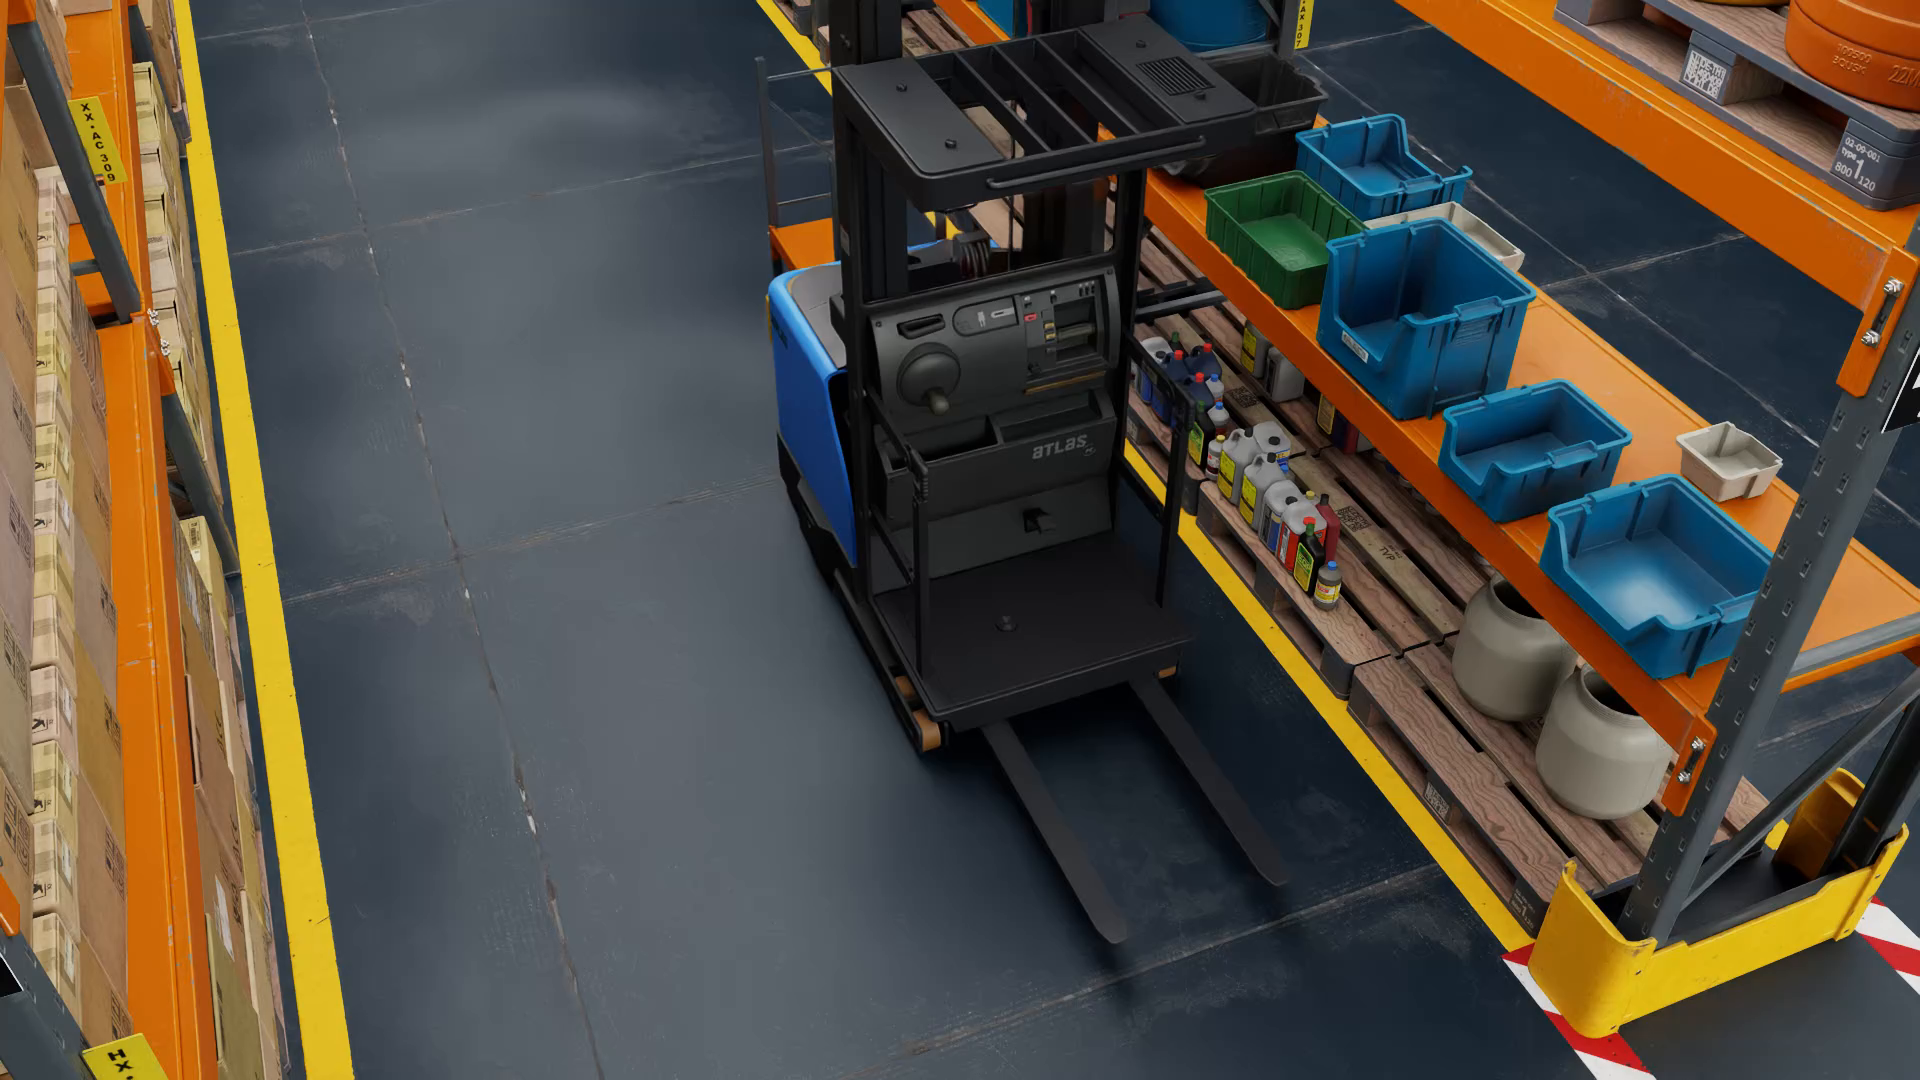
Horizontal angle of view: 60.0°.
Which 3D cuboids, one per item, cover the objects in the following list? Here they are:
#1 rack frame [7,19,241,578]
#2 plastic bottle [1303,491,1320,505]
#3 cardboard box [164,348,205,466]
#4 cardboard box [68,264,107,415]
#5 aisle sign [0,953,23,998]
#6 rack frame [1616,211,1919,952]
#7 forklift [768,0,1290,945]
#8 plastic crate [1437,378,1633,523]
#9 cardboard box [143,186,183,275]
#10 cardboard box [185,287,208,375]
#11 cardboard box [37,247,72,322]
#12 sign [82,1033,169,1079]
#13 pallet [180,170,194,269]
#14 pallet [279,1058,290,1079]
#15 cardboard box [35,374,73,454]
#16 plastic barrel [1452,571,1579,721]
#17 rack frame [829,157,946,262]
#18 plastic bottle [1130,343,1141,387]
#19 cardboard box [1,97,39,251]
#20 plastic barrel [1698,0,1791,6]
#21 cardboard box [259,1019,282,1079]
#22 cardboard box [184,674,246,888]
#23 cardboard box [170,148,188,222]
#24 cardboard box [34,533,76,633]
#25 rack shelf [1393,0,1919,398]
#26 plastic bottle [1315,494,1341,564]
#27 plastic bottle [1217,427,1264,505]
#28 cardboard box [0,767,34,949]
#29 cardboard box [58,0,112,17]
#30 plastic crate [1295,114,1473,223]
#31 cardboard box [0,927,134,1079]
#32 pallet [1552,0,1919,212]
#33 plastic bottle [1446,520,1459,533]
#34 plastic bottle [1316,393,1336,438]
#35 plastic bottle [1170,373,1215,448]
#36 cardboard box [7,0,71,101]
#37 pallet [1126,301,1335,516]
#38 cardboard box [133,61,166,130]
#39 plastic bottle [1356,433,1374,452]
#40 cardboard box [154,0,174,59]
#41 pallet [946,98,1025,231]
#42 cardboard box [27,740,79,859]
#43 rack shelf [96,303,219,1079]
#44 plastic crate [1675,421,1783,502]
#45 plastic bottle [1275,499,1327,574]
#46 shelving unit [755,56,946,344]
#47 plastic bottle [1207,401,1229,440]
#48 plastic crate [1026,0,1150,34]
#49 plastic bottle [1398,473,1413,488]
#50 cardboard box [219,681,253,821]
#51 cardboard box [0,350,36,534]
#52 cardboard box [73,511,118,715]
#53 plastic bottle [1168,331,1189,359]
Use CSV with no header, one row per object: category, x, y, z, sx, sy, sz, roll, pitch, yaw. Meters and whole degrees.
rack frame,-3.546,-0.904,6.000,1.000,3.000,0.127,-15,43,-17
plastic bottle,1.439,-0.115,6.892,0.097,0.201,0.097,0,41,0
cardboard box,-3.474,-0.544,6.939,0.500,0.311,0.500,-15,43,-17
cardboard box,-3.370,-0.676,5.659,0.700,0.500,0.500,-16,43,-18
aisle sign,-1.707,0.483,2.393,0.394,0.787,0.004,-15,43,-17
rack frame,2.563,0.272,4.633,1.000,3.000,0.127,-15,43,-17
forklift,0.221,-0.628,5.732,1.130,2.935,3.031,-15,43,-17
plastic crate,1.851,-0.291,5.401,0.499,0.251,0.408,-15,43,-17
cardboard box,-4.063,-1.470,8.015,0.500,0.311,0.500,-14,43,-16
cardboard box,-3.866,-0.945,7.835,0.500,0.250,0.500,-16,43,-18
cardboard box,-3.049,-0.771,5.271,0.380,0.149,0.250,-16,43,-18
sign,-1.500,1.013,3.047,0.100,0.325,0.005,-15,43,-17
pallet,-4.797,-1.750,9.123,1.003,0.211,1.213,-15,43,-17
pallet,-2.347,2.113,4.631,1.003,0.211,1.213,-15,43,-17
cardboard box,-2.759,-0.312,4.738,0.380,0.149,0.250,-14,43,-16
plastic barrel,2.048,0.377,6.097,0.421,0.512,0.421,0,41,0
rack frame,-0.297,-1.036,7.304,0.500,1.500,0.032,-15,43,-17
plastic bottle,0.827,-0.819,7.711,0.097,0.201,0.097,0,41,0
cardboard box,-3.370,-1.168,5.236,0.700,0.500,0.500,-15,43,-17
plastic barrel,2.009,-1.750,4.218,0.600,0.588,0.600,0,41,0
cardboard box,-2.210,1.710,4.747,0.500,0.250,0.500,-15,43,-17
cardboard box,-2.586,0.822,5.205,0.500,0.500,0.500,-15,43,-17
cardboard box,-4.449,-1.864,8.904,0.500,0.250,0.500,-16,43,-17
cardboard box,-2.461,0.157,4.193,0.380,0.149,0.250,-16,43,-17
rack shelf,1.797,-1.797,5.290,1.077,0.370,4.000,-15,43,-17
plastic bottle,1.482,-0.047,6.750,0.061,0.283,0.133,-15,43,-17
plastic bottle,1.192,-0.340,7.039,0.144,0.351,0.185,-15,43,-17
cardboard box,-2.202,0.660,3.110,0.700,0.500,0.500,-15,43,-17
cardboard box,-4.477,-2.745,8.334,0.380,0.149,0.250,-15,43,-17
plastic crate,1.706,-1.482,6.787,0.499,0.251,0.616,-15,43,-17
cardboard box,-2.182,1.184,3.496,0.700,0.500,0.500,-15,43,-17
pallet,2.336,-1.316,4.324,1.003,0.211,1.213,-15,43,-17
plastic bottle,2.087,-0.175,6.899,0.061,0.283,0.133,-14,43,-16
plastic bottle,1.657,-0.607,7.401,0.061,0.283,0.133,-15,43,-17
plastic bottle,1.030,-0.596,7.337,0.144,0.351,0.185,-17,43,-19
cardboard box,-4.218,-2.027,7.230,0.500,0.500,0.500,-15,43,-17
pallet,1.251,-0.665,7.861,1.003,0.211,1.213,-15,43,-17
cardboard box,-4.648,-2.388,9.084,0.500,0.311,0.500,-14,43,-16
plastic bottle,1.800,-0.546,7.336,0.152,0.276,0.135,-14,43,-16
cardboard box,-5.192,-3.192,10.241,0.500,0.500,0.500,-17,43,-18
pallet,0.225,-2.279,9.739,1.003,0.211,1.213,-15,43,-17
cardboard box,-2.164,0.623,3.651,0.380,0.149,0.250,-15,43,-17
rack shelf,-2.781,0.574,4.834,1.077,0.370,4.000,-15,43,-17
plastic crate,2.517,-0.247,5.439,0.298,0.136,0.250,-15,43,-17
plastic bottle,1.384,-0.017,6.721,0.152,0.276,0.135,-15,43,-17
shelving unit,-0.495,-1.348,7.667,0.587,1.500,1.083,-15,43,-17
plastic bottle,1.121,-0.487,7.271,0.097,0.271,0.097,0,41,0
plastic crate,0.564,-2.377,7.664,0.402,0.464,0.583,-15,43,-17
plastic bottle,1.949,-0.330,7.142,0.097,0.201,0.097,0,41,0
cardboard box,-2.779,0.806,5.799,0.500,0.250,0.500,-15,43,-17
cardboard box,-2.794,-0.261,4.181,0.700,0.500,0.500,-15,43,-17
cardboard box,-2.777,0.252,4.580,0.700,0.500,0.500,-14,43,-16
plastic bottle,0.996,-0.812,7.639,0.061,0.283,0.133,-15,43,-17
